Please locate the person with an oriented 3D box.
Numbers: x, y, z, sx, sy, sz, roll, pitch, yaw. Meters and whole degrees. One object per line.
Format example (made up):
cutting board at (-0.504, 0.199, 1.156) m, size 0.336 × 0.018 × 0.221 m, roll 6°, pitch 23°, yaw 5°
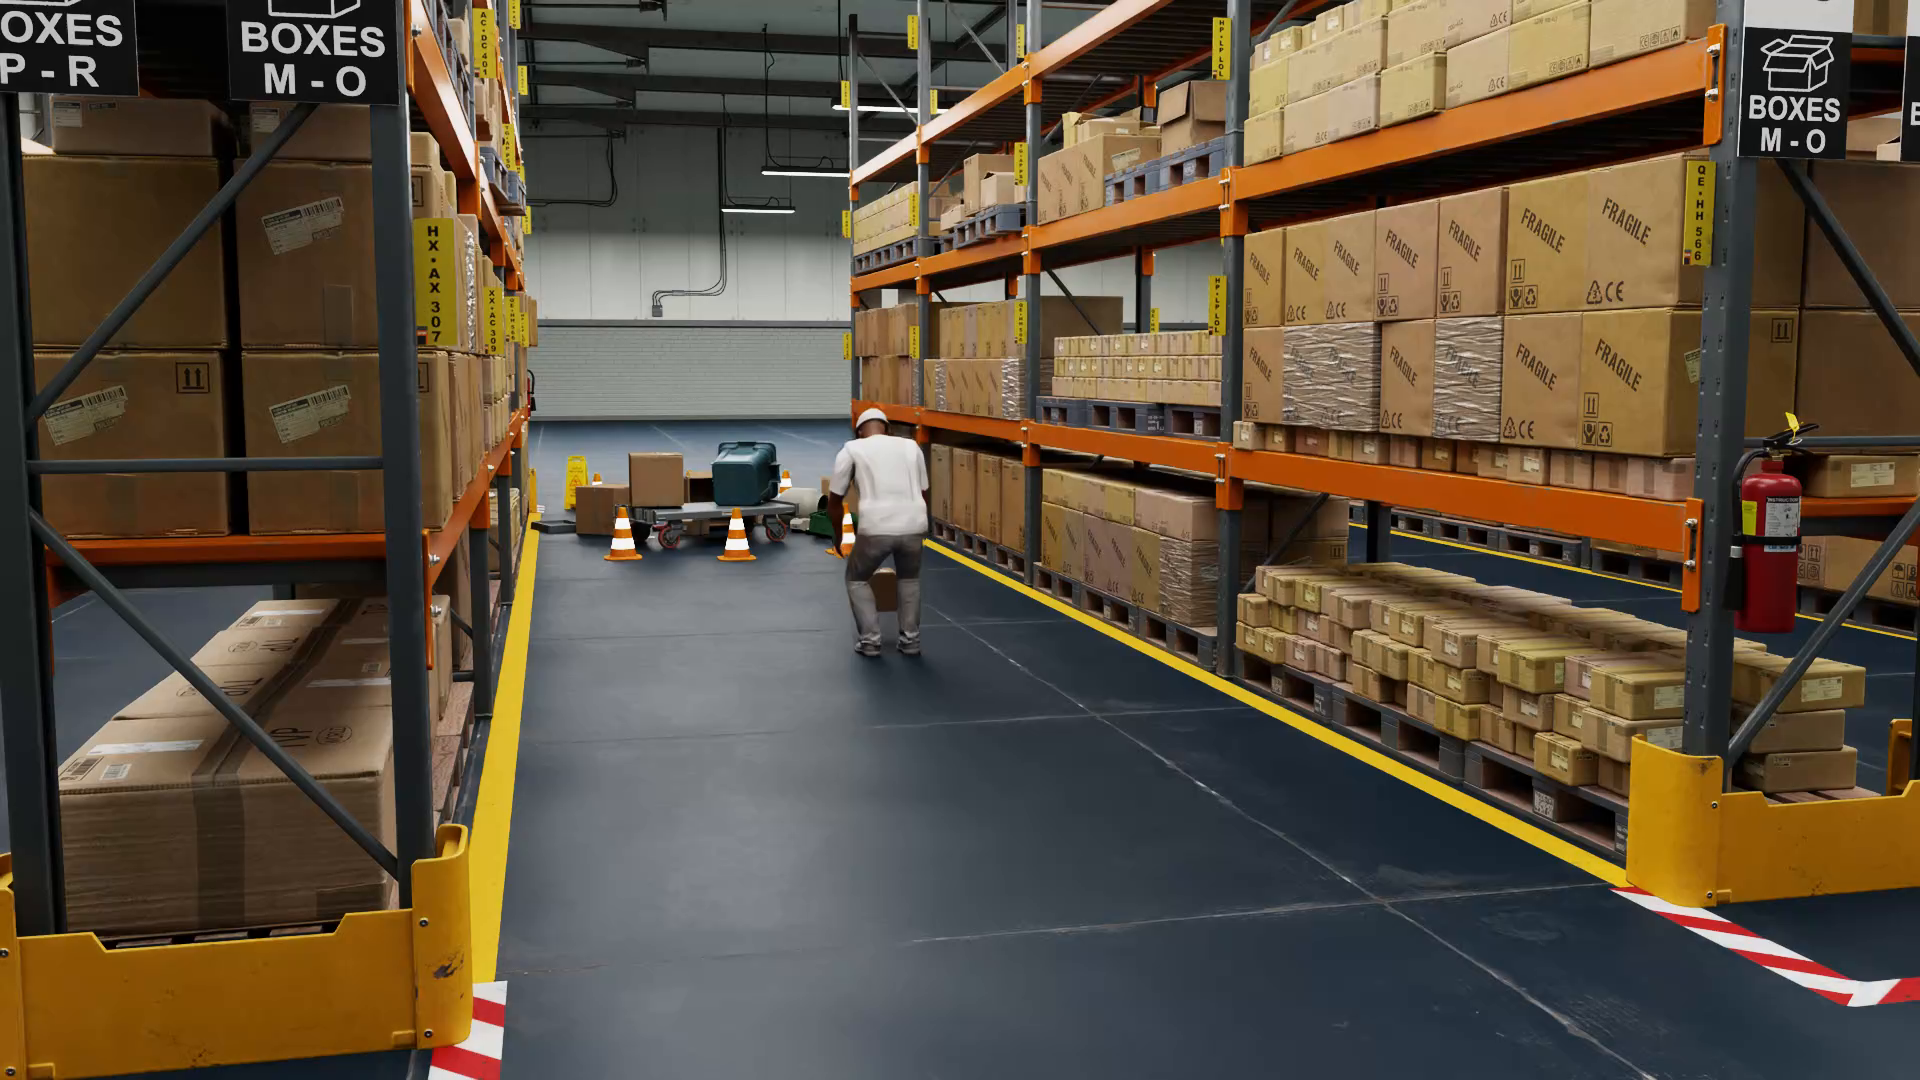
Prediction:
person at (-0.487, -0.054, 10.162) m, size 0.629 × 1.490 × 0.703 m, roll -1°, pitch 6°, yaw -13°
